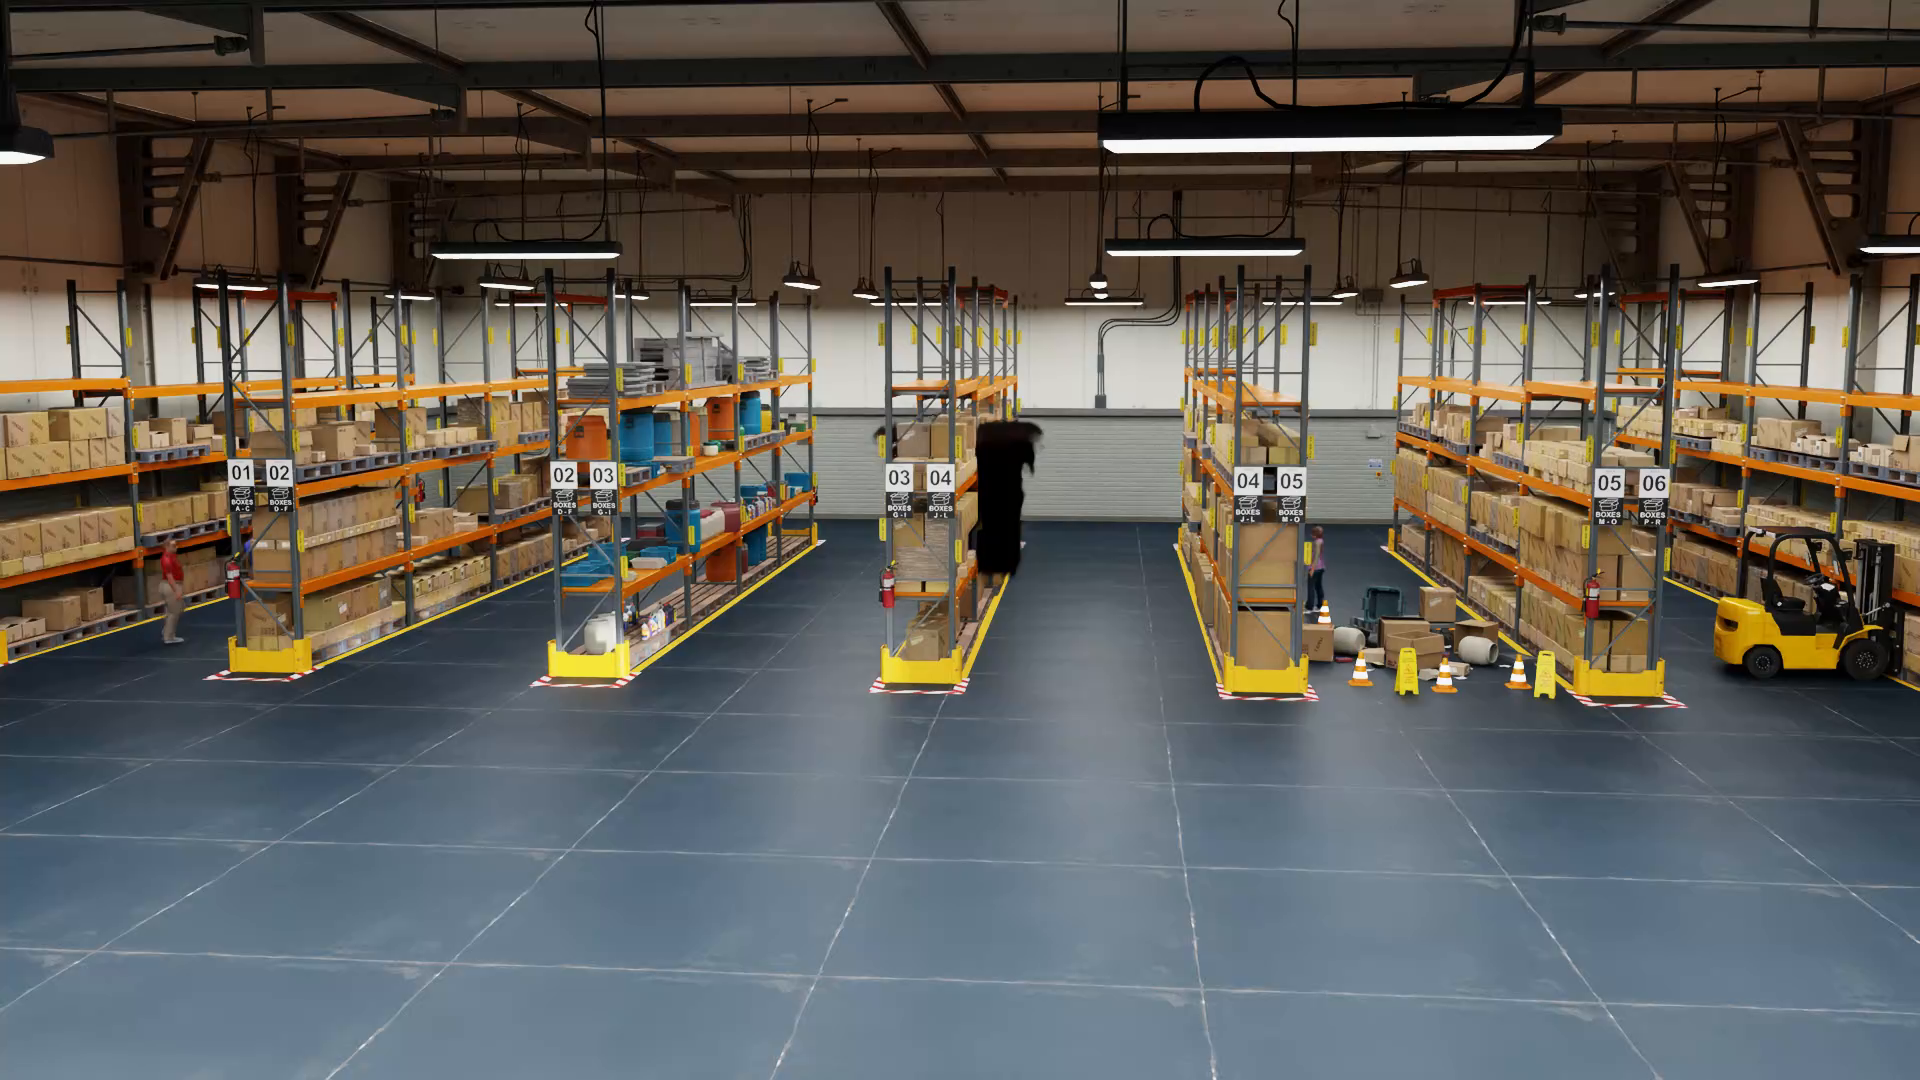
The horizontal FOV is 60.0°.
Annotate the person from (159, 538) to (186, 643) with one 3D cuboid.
[{"bbox_3d":[-12.894,0.841,27.276,0.558,1.761,0.452,6,9,42],"label":"person"}]

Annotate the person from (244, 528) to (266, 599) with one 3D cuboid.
[{"bbox_3d":[-12.752,0.541,30.197,0.394,1.614,0.979,-1,7,-6],"label":"person"}]

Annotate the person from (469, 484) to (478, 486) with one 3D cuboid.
[{"bbox_3d":[-10.829,-0.381,37.078,0.463,1.753,0.602,0,7,1],"label":"person"}]

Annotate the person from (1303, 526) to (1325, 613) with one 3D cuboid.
[{"bbox_3d":[6.430,0.548,30.265,0.401,1.605,0.512,4,8,33],"label":"person"}]

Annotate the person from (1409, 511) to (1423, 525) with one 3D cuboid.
[{"bbox_3d":[11.704,-1.069,42.713,0.533,1.789,0.542,-2,7,-15],"label":"person"}]
